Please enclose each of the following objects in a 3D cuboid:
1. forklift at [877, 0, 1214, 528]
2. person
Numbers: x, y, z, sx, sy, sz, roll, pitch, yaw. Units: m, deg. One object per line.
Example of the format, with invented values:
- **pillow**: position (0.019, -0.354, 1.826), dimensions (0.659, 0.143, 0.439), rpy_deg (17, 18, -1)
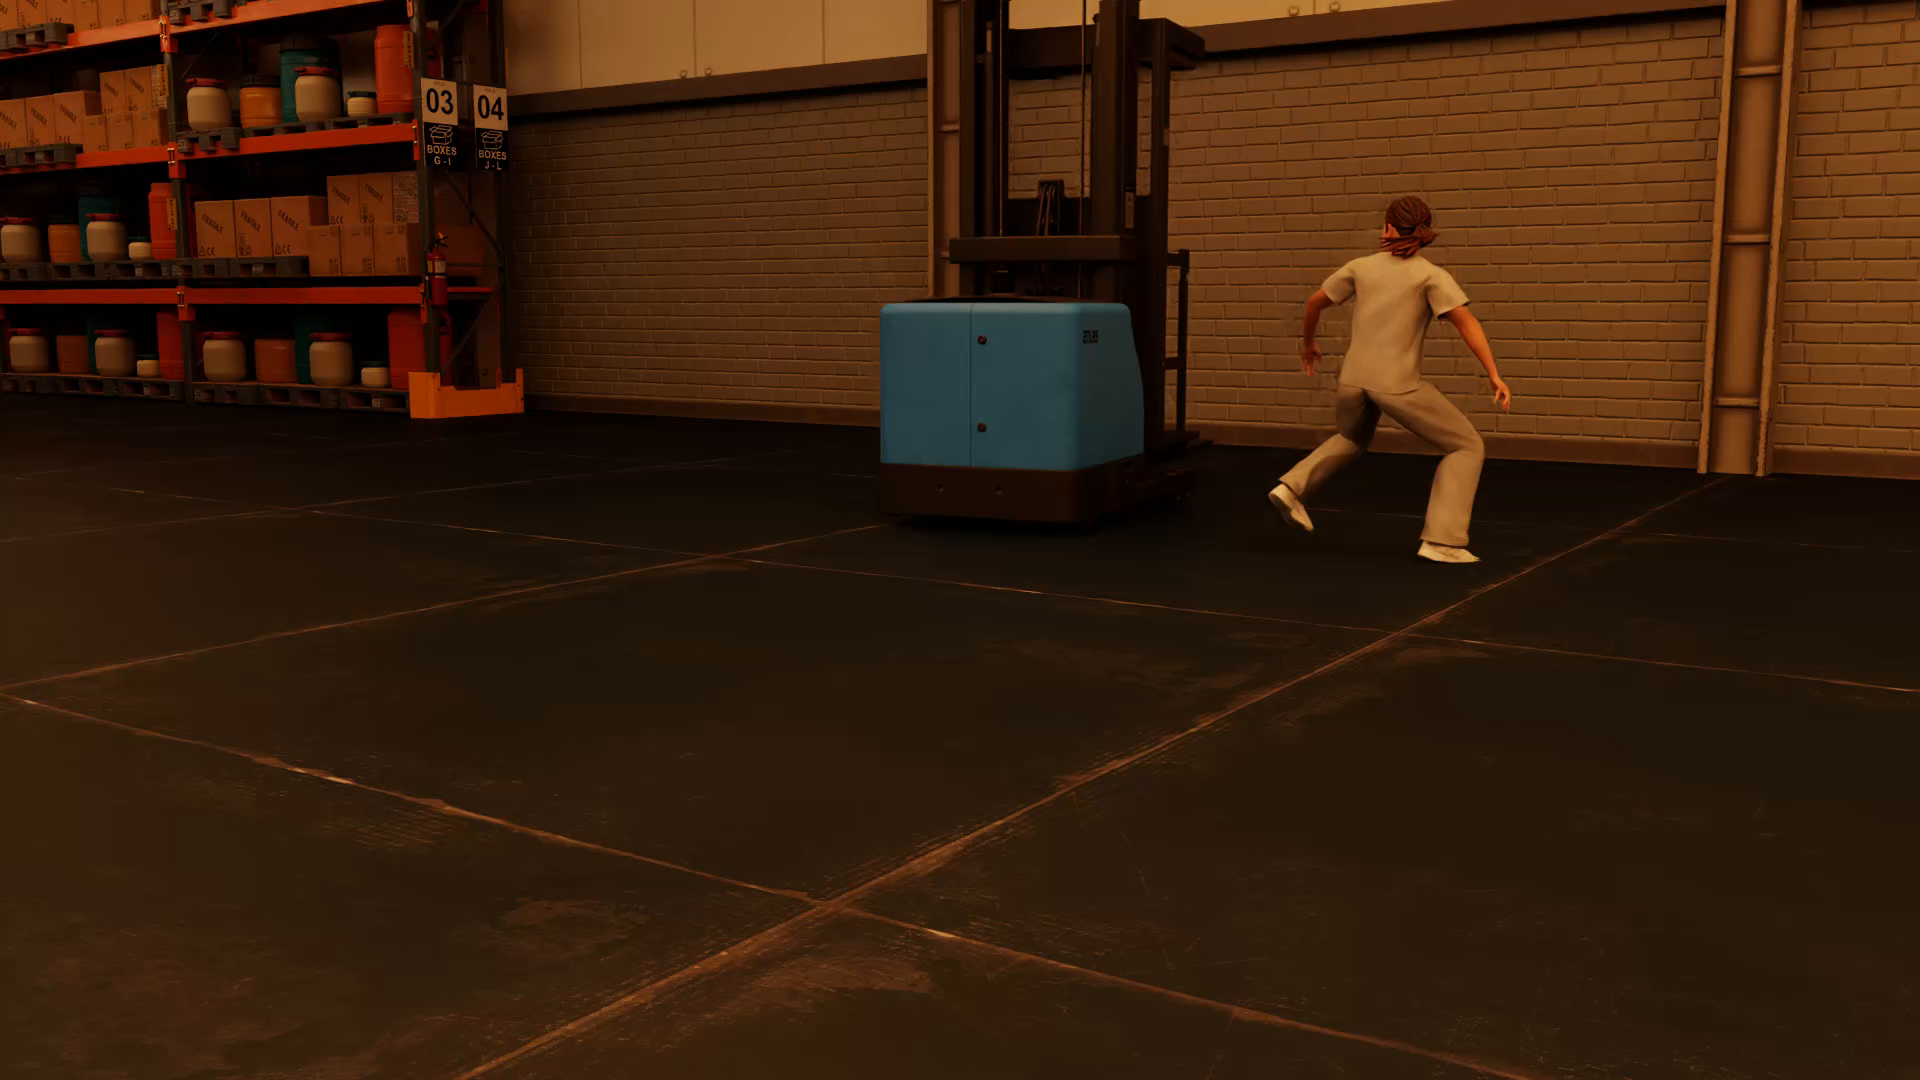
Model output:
- **forklift**: position (0.661, -1.678, 8.995), dimensions (1.130, 2.935, 3.031), rpy_deg (4, 9, 24)
- **person**: position (1.847, -0.659, 7.001), dimensions (0.499, 1.560, 1.011), rpy_deg (-8, 11, -44)
